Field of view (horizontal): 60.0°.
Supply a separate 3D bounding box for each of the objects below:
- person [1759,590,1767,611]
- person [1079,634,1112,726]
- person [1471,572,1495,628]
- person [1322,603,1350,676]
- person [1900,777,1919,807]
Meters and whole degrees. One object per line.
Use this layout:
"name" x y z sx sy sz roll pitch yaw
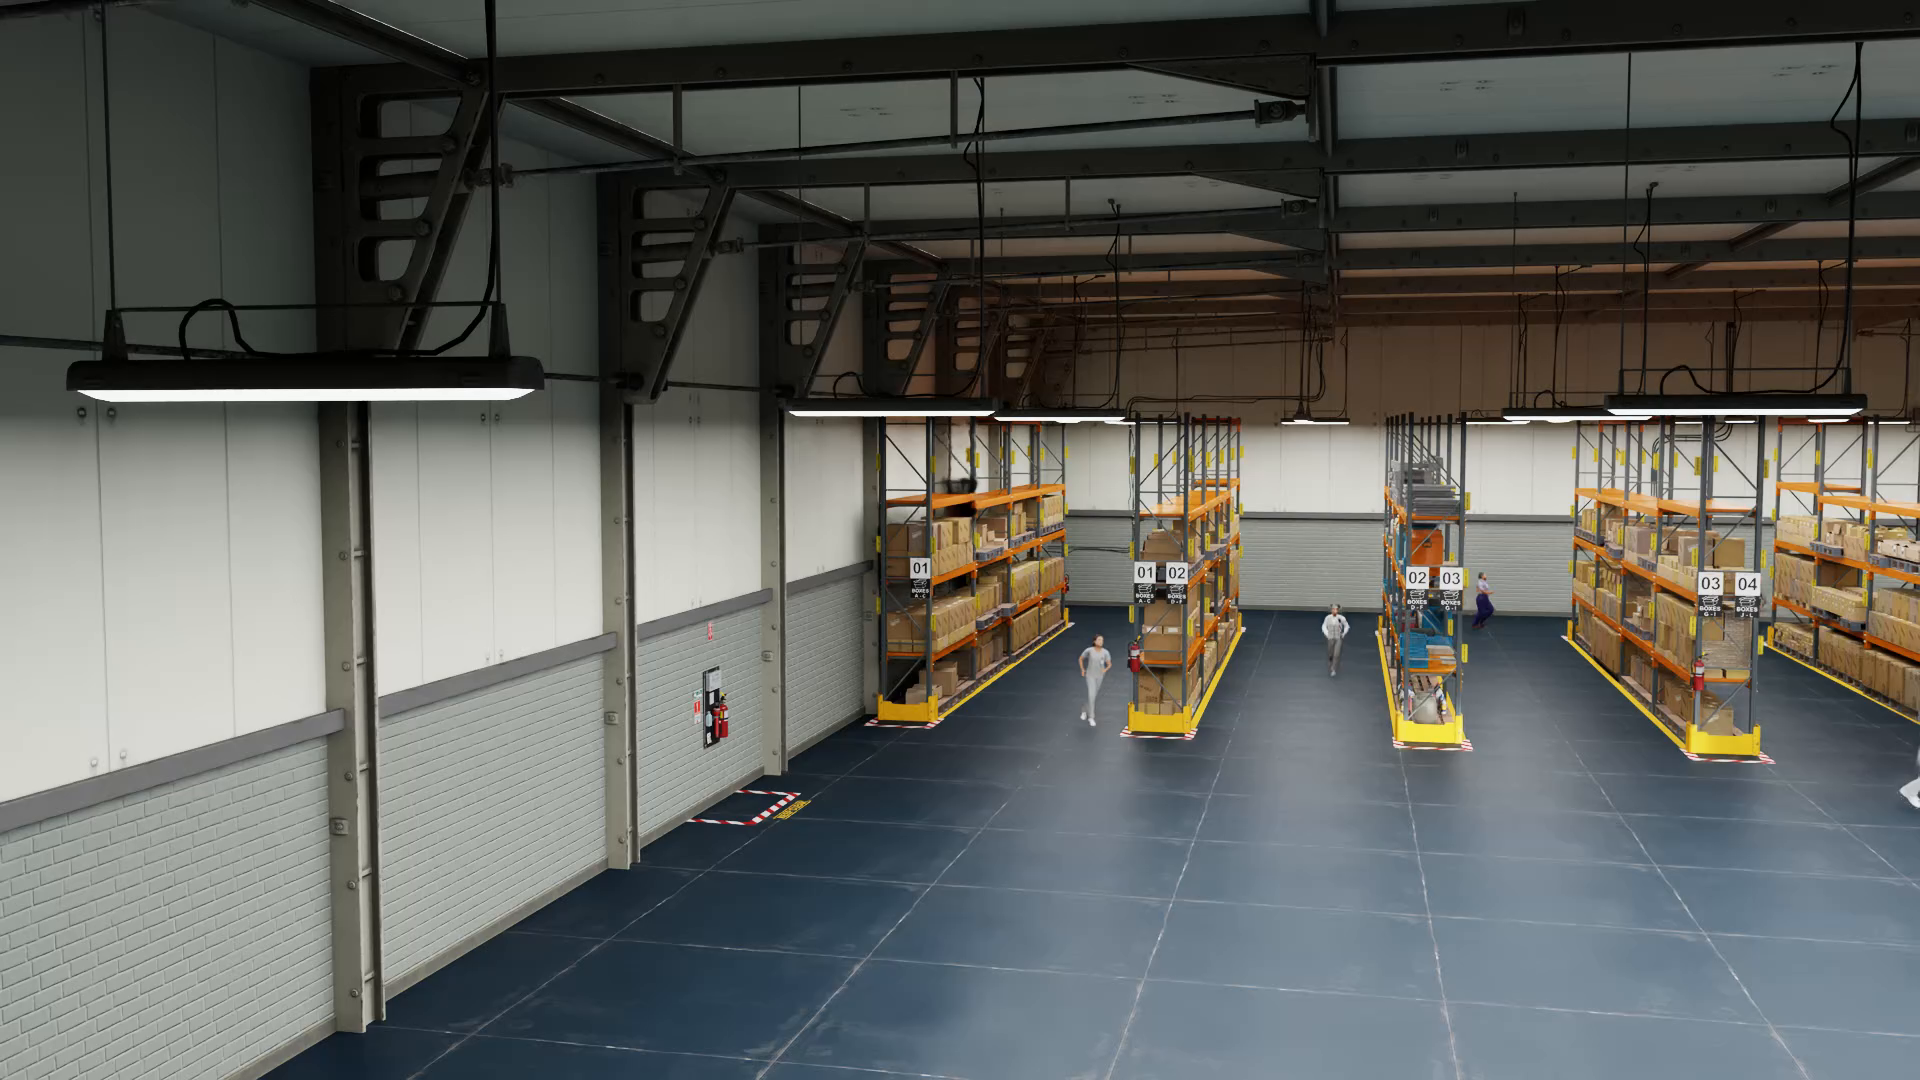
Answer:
"person" 21.148 1.910 44.459 0.890 1.605 0.714 -2 4 -23
"person" 2.551 2.608 31.310 0.585 1.655 0.818 -1 4 -13
"person" 14.893 1.714 47.286 0.648 1.613 0.601 2 4 27
"person" 8.718 2.295 38.582 0.622 1.682 0.707 1 4 19
"person" 14.457 3.188 24.613 0.738 1.853 0.971 -4 5 -43
